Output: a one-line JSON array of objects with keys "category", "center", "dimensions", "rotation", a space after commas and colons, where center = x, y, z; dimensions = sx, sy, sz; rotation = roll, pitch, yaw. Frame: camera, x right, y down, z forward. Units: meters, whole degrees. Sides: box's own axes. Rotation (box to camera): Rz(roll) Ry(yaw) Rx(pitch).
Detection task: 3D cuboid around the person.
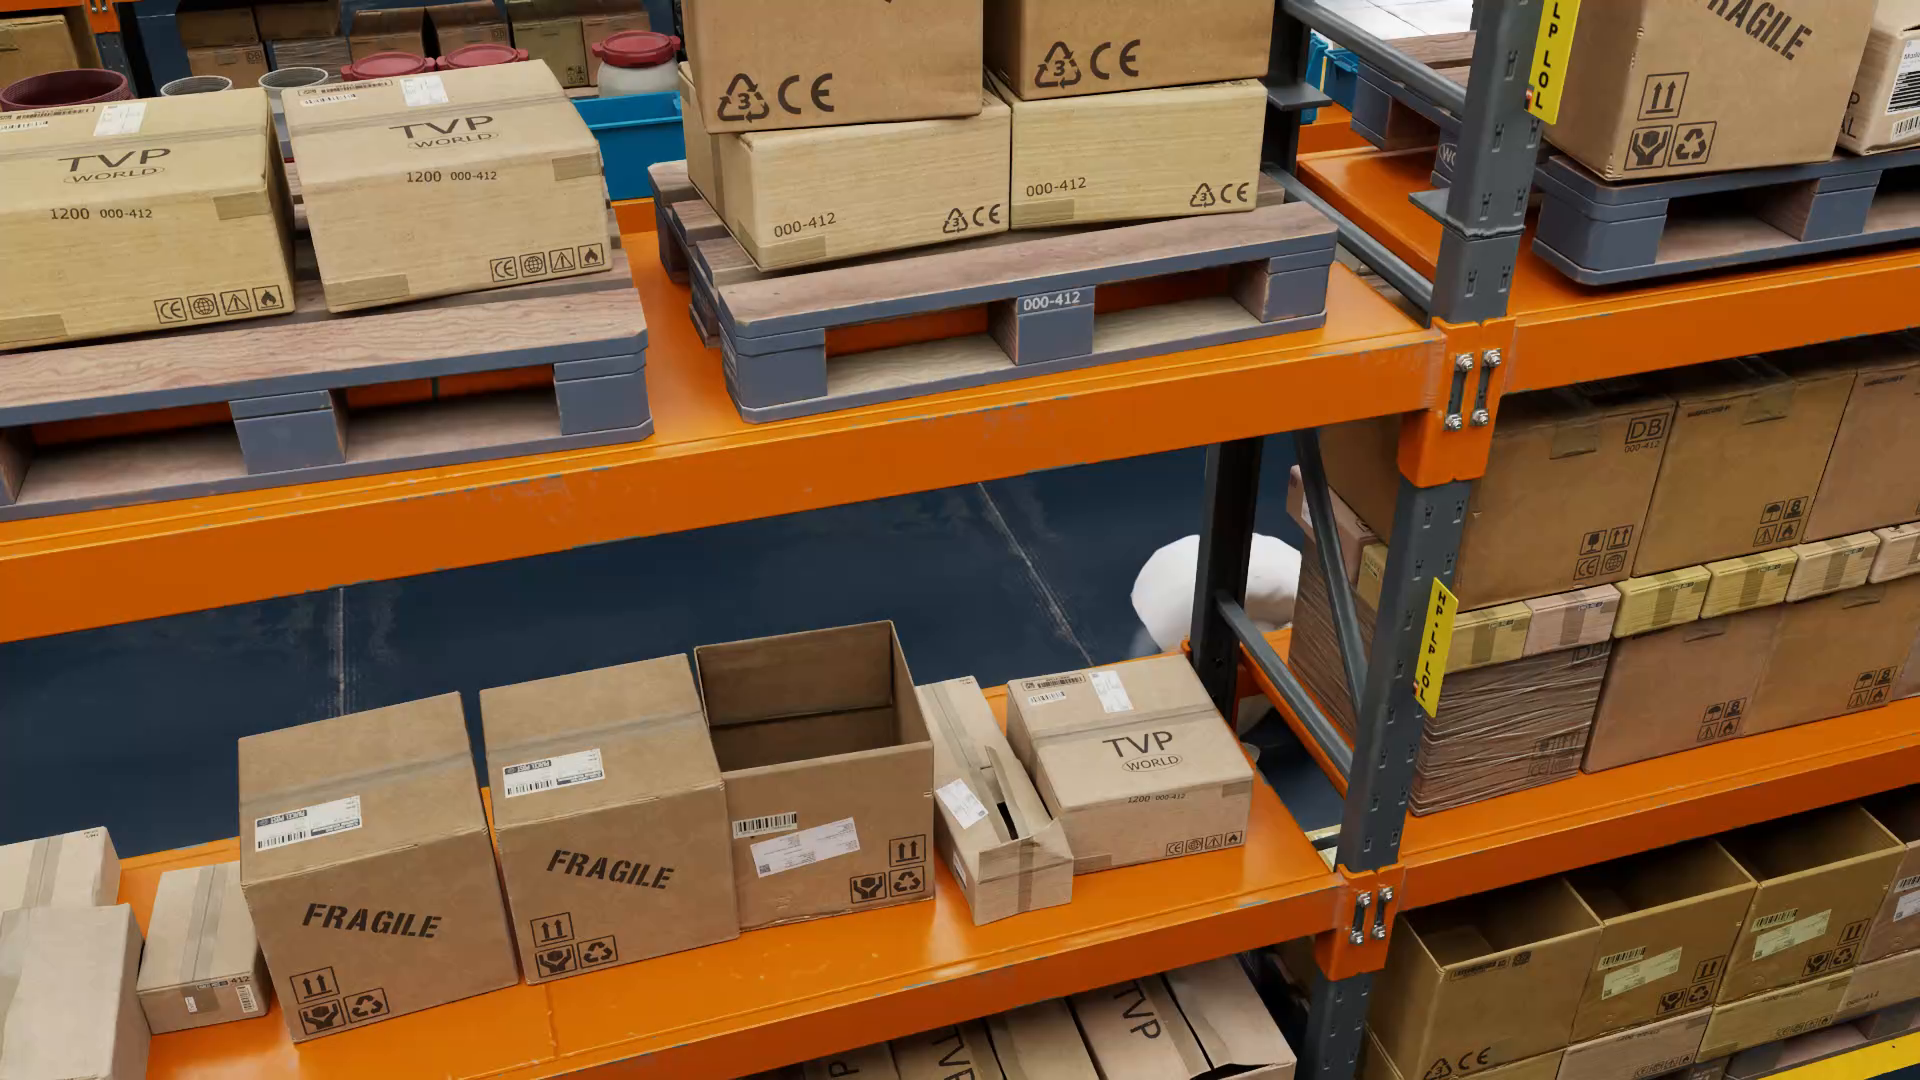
[{"category": "person", "center": [1.094, 0.383, 6.323], "dimensions": [0.945, 0.950, 0.586], "rotation": [-11, 35, -16]}]
